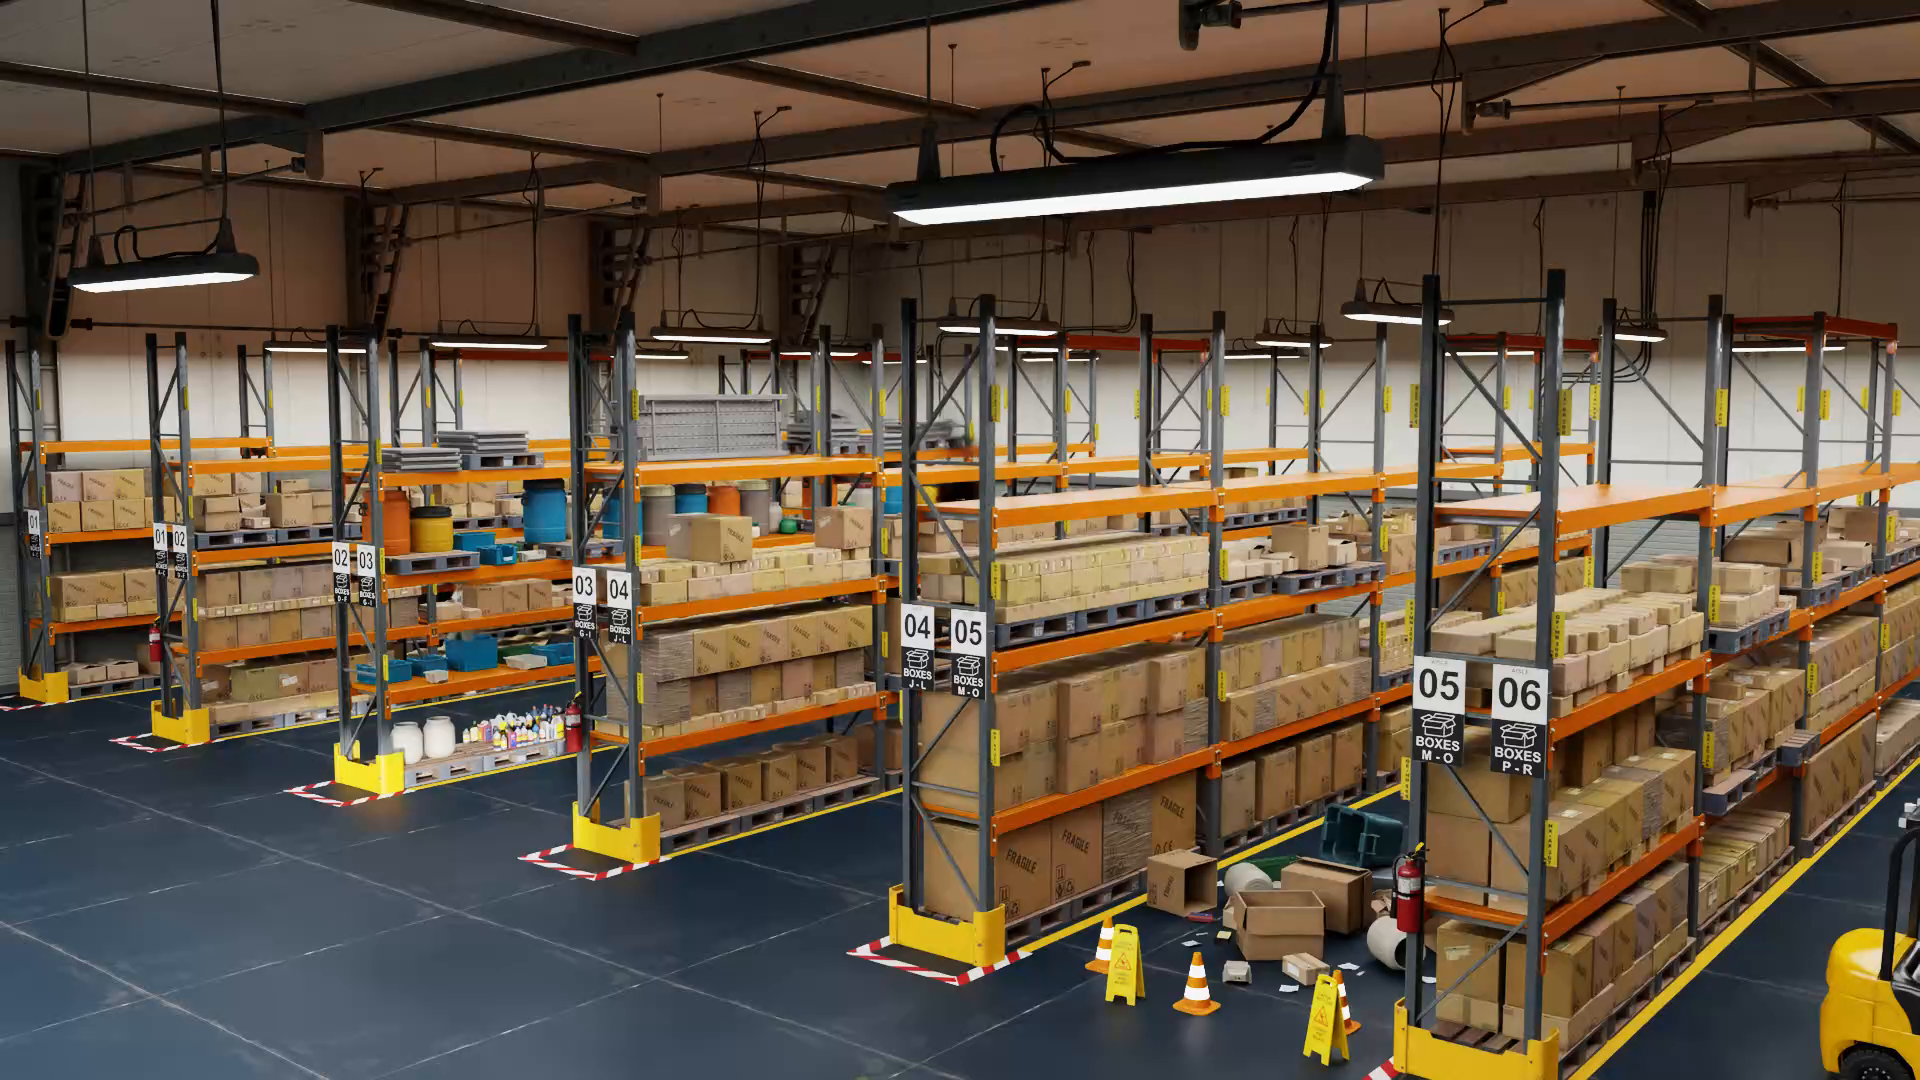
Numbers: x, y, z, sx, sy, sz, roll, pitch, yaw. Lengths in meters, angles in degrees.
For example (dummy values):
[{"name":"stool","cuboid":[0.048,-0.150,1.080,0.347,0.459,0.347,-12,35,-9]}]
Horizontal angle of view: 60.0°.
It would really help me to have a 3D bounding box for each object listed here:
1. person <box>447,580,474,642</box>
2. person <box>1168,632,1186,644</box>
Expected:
[{"name":"person","cuboid":[-9.123,1.521,30.434,0.662,1.768,0.989,3,6,34]},{"name":"person","cuboid":[3.192,1.985,24.338,0.579,1.491,0.799,3,6,31]}]
